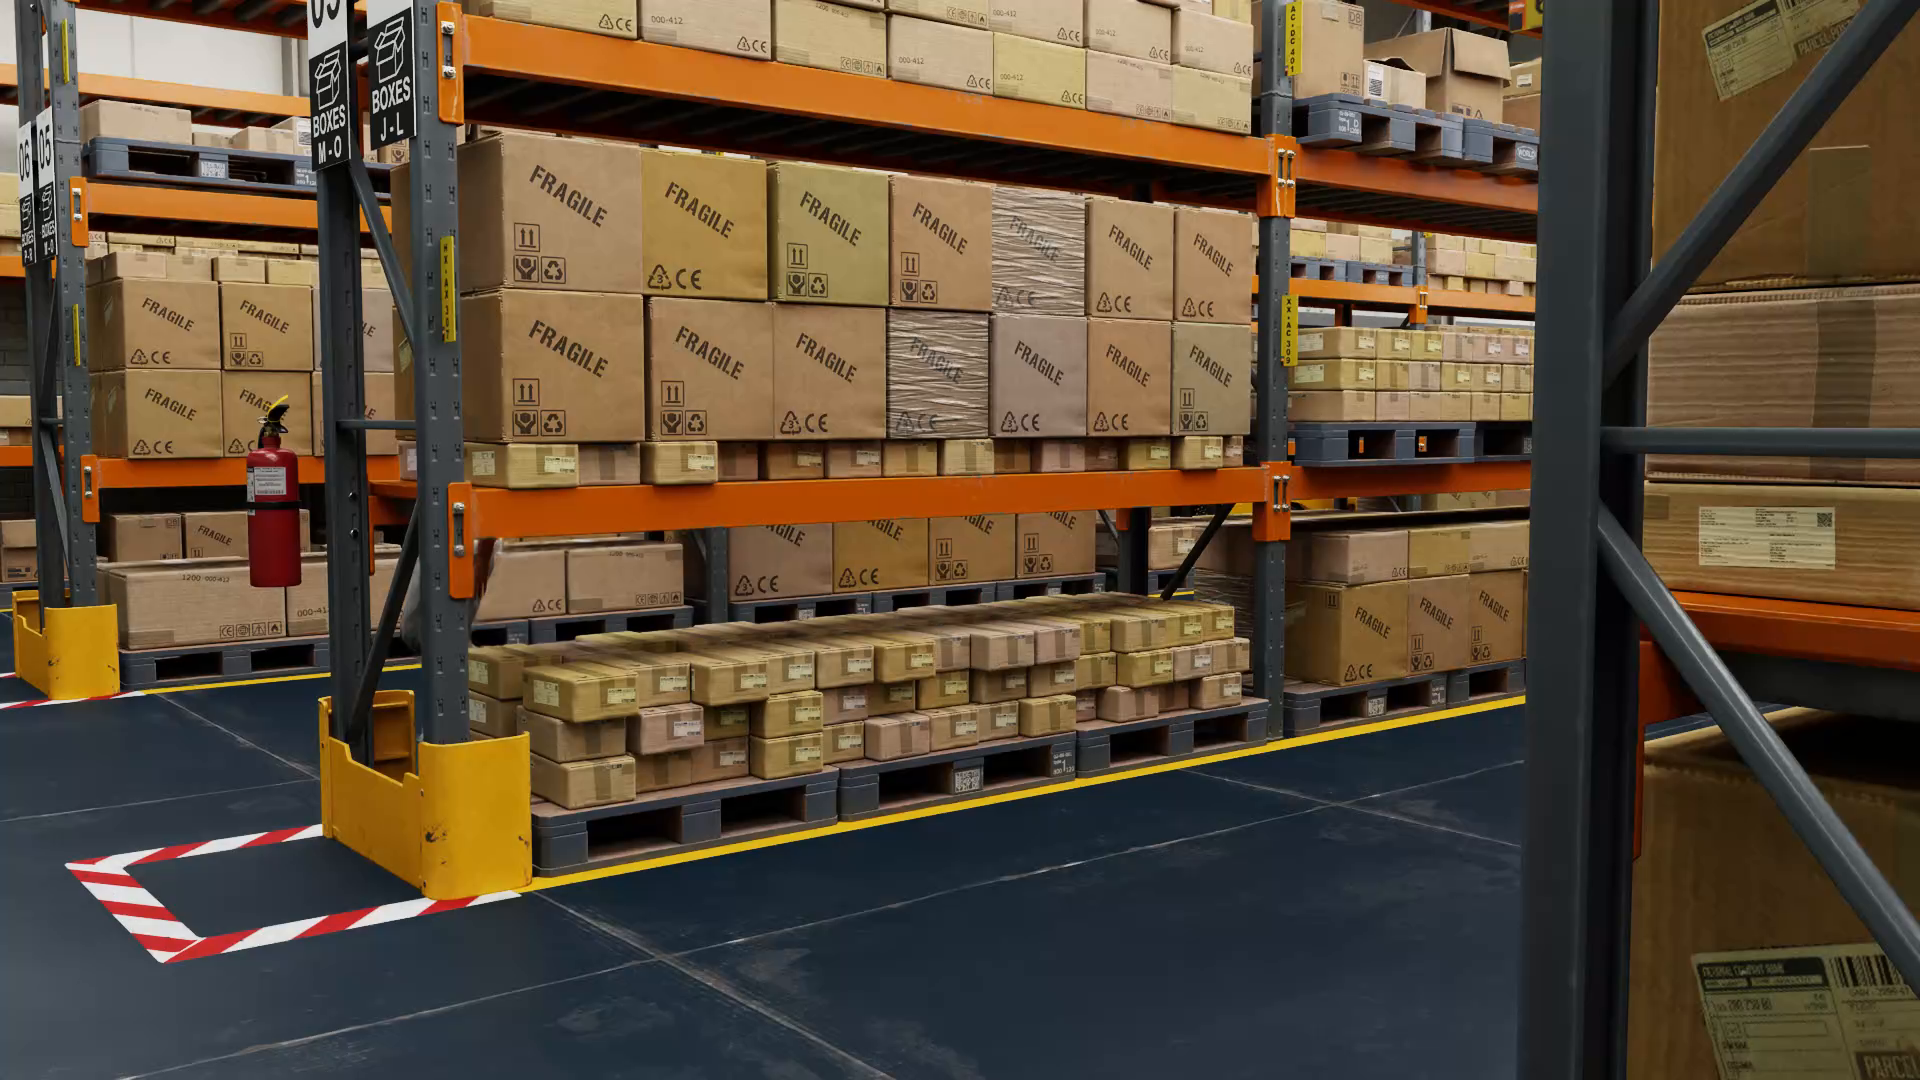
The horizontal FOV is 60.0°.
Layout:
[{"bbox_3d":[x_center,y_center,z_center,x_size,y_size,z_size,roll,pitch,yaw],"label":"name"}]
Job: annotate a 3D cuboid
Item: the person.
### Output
[{"bbox_3d":[-2.328,0.062,7.676,0.508,1.756,0.580,-4,6,-42],"label":"person"}]
